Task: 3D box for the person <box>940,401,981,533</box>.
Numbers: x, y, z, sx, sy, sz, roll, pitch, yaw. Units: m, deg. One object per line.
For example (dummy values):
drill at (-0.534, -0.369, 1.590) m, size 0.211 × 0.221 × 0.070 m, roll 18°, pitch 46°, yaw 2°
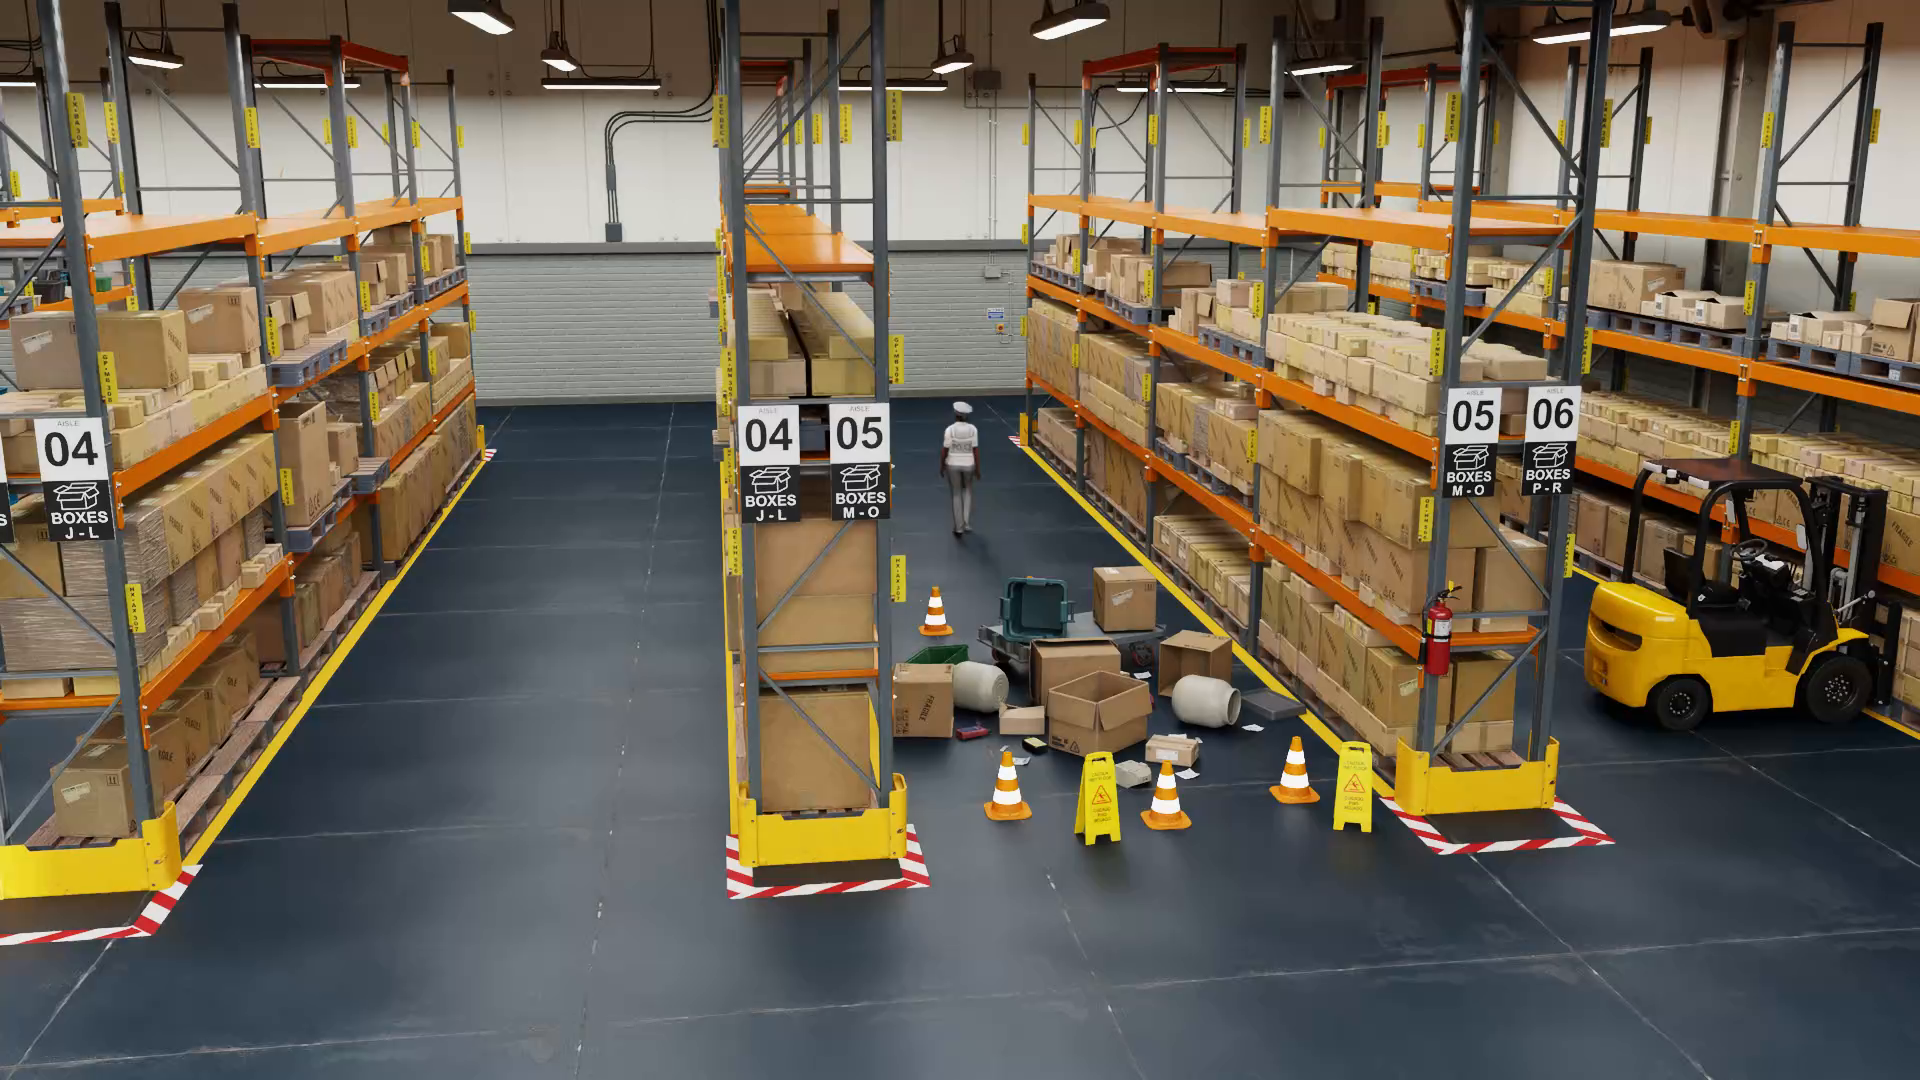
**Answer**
person at (-0.004, -0.908, 21.342) m, size 0.484 × 1.756 × 0.507 m, roll -3°, pitch 14°, yaw -14°
